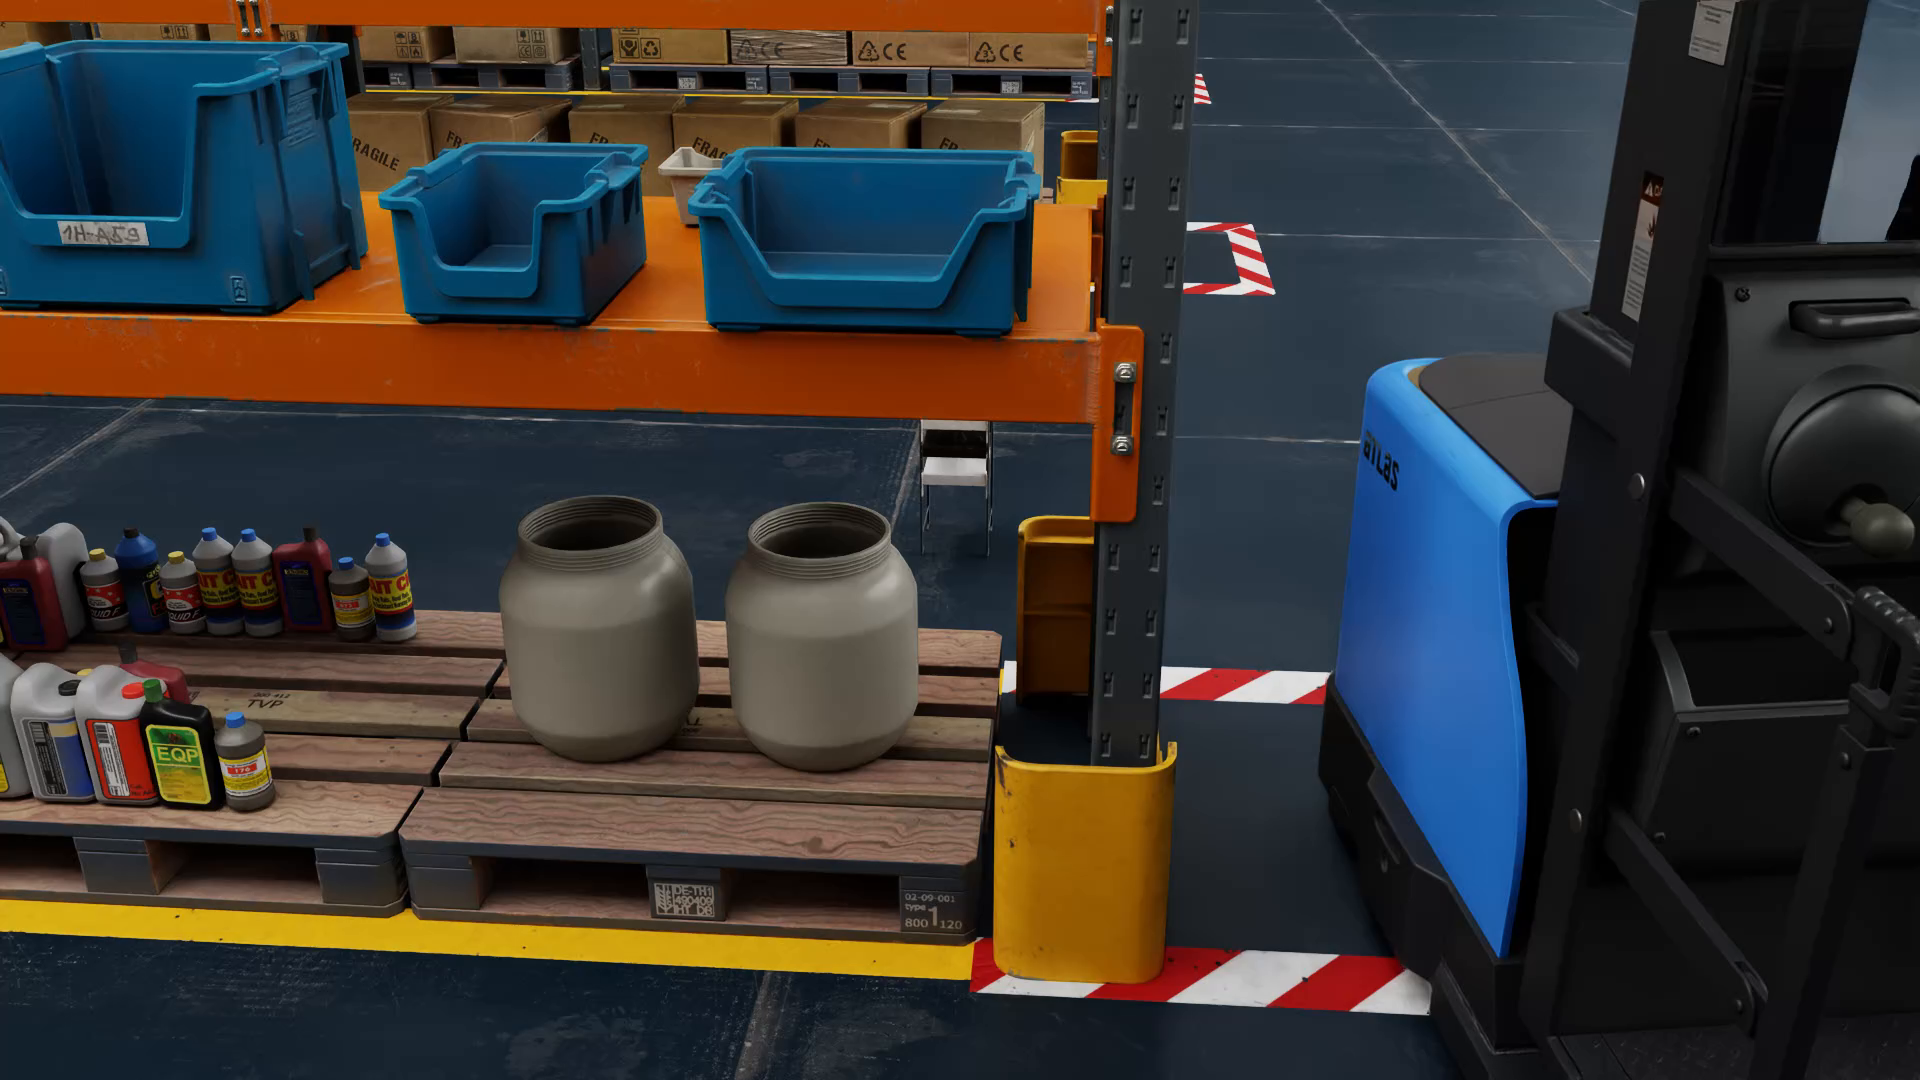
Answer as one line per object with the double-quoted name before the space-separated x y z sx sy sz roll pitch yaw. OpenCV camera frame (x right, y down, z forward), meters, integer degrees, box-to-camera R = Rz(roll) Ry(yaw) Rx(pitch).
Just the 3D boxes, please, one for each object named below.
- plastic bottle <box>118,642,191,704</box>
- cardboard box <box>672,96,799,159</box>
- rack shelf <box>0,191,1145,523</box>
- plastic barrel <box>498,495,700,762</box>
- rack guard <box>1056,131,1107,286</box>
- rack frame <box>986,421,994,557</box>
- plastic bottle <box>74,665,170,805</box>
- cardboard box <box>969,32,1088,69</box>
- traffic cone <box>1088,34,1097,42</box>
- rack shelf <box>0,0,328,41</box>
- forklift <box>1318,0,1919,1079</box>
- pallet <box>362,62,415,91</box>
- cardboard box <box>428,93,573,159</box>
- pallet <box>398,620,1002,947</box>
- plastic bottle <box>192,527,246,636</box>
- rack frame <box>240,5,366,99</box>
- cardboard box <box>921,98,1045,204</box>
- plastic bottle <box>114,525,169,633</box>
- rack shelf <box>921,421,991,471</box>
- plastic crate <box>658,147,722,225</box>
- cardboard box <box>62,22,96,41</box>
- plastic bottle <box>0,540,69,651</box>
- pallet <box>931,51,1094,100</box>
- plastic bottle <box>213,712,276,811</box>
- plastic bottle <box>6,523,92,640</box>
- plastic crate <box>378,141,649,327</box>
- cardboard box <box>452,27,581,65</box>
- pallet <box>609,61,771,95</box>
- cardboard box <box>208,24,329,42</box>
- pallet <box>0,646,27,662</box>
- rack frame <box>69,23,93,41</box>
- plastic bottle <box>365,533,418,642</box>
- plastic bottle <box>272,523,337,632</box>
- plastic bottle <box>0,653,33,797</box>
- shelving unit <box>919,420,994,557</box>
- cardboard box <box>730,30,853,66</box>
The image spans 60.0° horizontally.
"plastic bottle" -1.747 0.355 3.613 0.133 0.283 0.061 2 25 4
"cardboard box" -1.104 -1.918 8.319 0.500 0.500 0.500 4 25 9
"rack shelf" -1.635 -0.476 3.557 4.000 0.370 1.077 2 25 4
"plastic barrel" -0.802 0.195 3.712 0.421 0.512 0.421 0 25 0
"rack guard" 0.663 -1.670 8.282 0.348 0.500 1.175 2 25 4
"rack frame" 0.093 -0.406 5.055 0.006 0.900 0.240 2 25 4
"plastic bottle" -1.754 0.403 3.518 0.135 0.276 0.152 2 25 4
"cardboard box" 0.538 -4.087 12.583 0.875 0.875 0.875 2 25 4
"traffic cone" 1.224 -4.784 15.093 0.334 0.463 0.336 2 25 4
"rack shelf" -5.244 -2.669 8.322 4.000 0.370 1.077 2 25 4
"forklift" 1.496 -0.147 2.064 1.130 2.935 3.031 -2 25 -5
"pallet" -4.764 -3.760 13.169 1.213 0.211 1.003 2 25 4
"cardboard box" -2.282 -1.942 8.370 0.500 0.500 0.500 10 27 21
"pallet" -0.529 0.517 3.875 1.213 0.211 1.003 2 25 4
"plastic bottle" -1.866 0.098 4.185 0.097 0.271 0.097 0 25 0
"rack frame" -3.250 -2.931 8.032 0.127 3.000 1.000 2 25 4
"cardboard box" 0.117 -1.886 8.248 0.500 0.500 0.500 6 25 14
"plastic bottle" -2.068 0.092 4.199 0.097 0.271 0.097 0 25 0
"rack shelf" -0.008 -0.297 5.114 0.200 0.077 0.258 2 25 4
"plastic crate" -0.508 -0.782 3.677 0.250 0.136 0.298 2 25 4
"cardboard box" -7.443 -4.308 13.511 0.500 0.500 0.500 1 25 2
"plastic bottle" -2.297 0.135 4.091 0.133 0.283 0.061 2 25 4
"pallet" 0.416 -3.594 12.807 1.213 0.211 1.003 2 25 4
"plastic bottle" -1.505 0.456 3.492 0.097 0.201 0.097 0 25 0
"plastic bottle" -2.289 0.094 4.189 0.135 0.276 0.152 2 25 5
"plastic crate" -0.809 -0.586 3.113 0.408 0.251 0.499 2 25 4
"cardboard box" -3.395 -4.147 12.862 0.750 0.750 1.050 2 25 4
"pallet" -2.017 -3.672 12.977 1.213 0.211 1.003 2 25 4
"cardboard box" -5.285 -4.209 12.997 0.750 0.750 1.050 2 25 5
"pallet" -2.962 0.438 4.045 1.213 0.211 1.003 2 25 4
"rack frame" -6.757 -5.123 12.796 0.127 3.000 1.000 2 25 4
"plastic bottle" -1.424 0.113 4.155 0.097 0.271 0.097 0 25 0
"plastic bottle" -1.649 0.092 4.184 0.133 0.283 0.061 2 25 5
"plastic bottle" -2.058 0.361 3.520 0.185 0.351 0.144 3 25 6
"shelving unit" -0.008 -0.409 5.062 0.210 0.900 0.258 2 25 4
"cardboard box" -1.248 -4.144 12.708 0.875 0.875 0.875 2 25 4
